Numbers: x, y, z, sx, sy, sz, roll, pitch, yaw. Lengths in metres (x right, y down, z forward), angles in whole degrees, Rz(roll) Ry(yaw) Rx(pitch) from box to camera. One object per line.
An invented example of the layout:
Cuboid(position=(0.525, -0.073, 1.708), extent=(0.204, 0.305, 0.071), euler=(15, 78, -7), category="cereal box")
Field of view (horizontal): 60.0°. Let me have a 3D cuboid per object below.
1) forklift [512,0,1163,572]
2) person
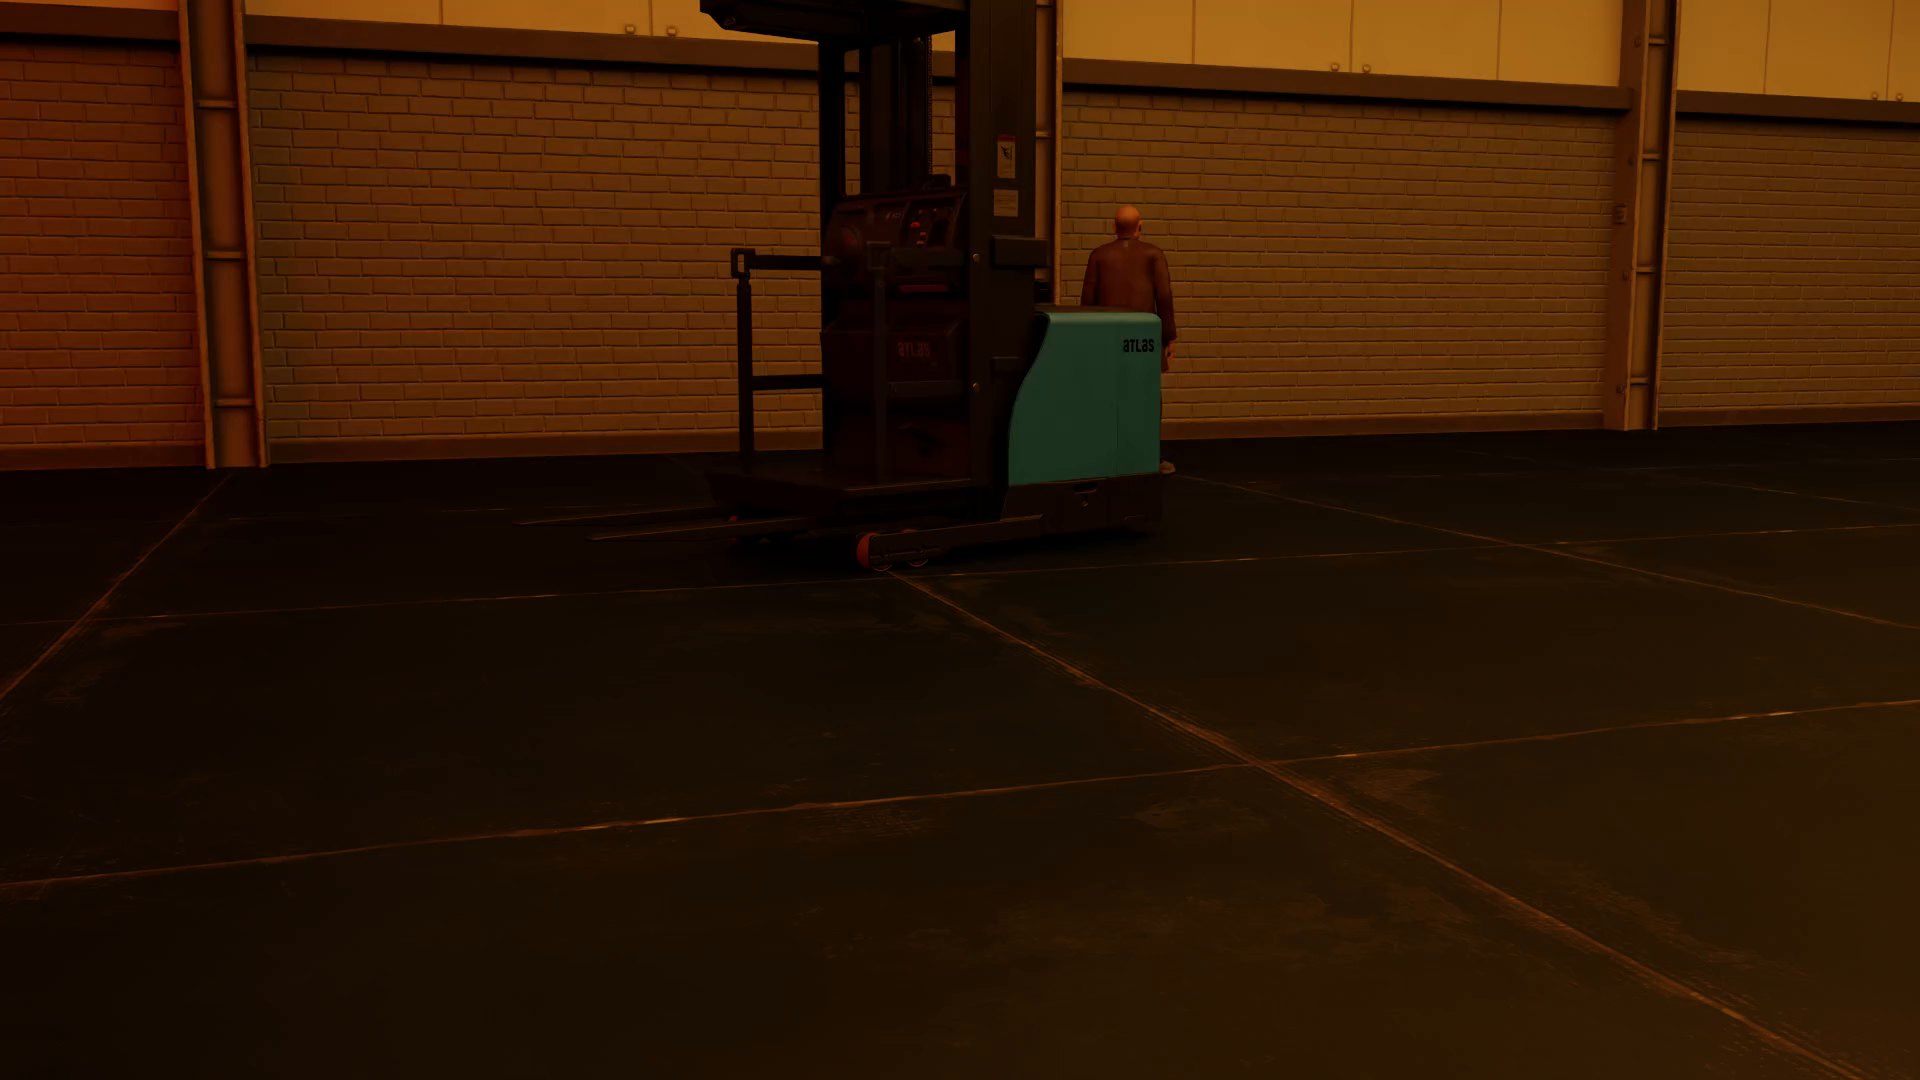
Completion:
Cuboid(position=(-0.461, -1.399, 7.333), extent=(3.031, 2.935, 1.130), euler=(-7, 10, -40), category="forklift")
Cuboid(position=(1.114, -1.320, 11.048), extent=(0.655, 1.775, 0.426), euler=(2, 8, 18), category="person")
